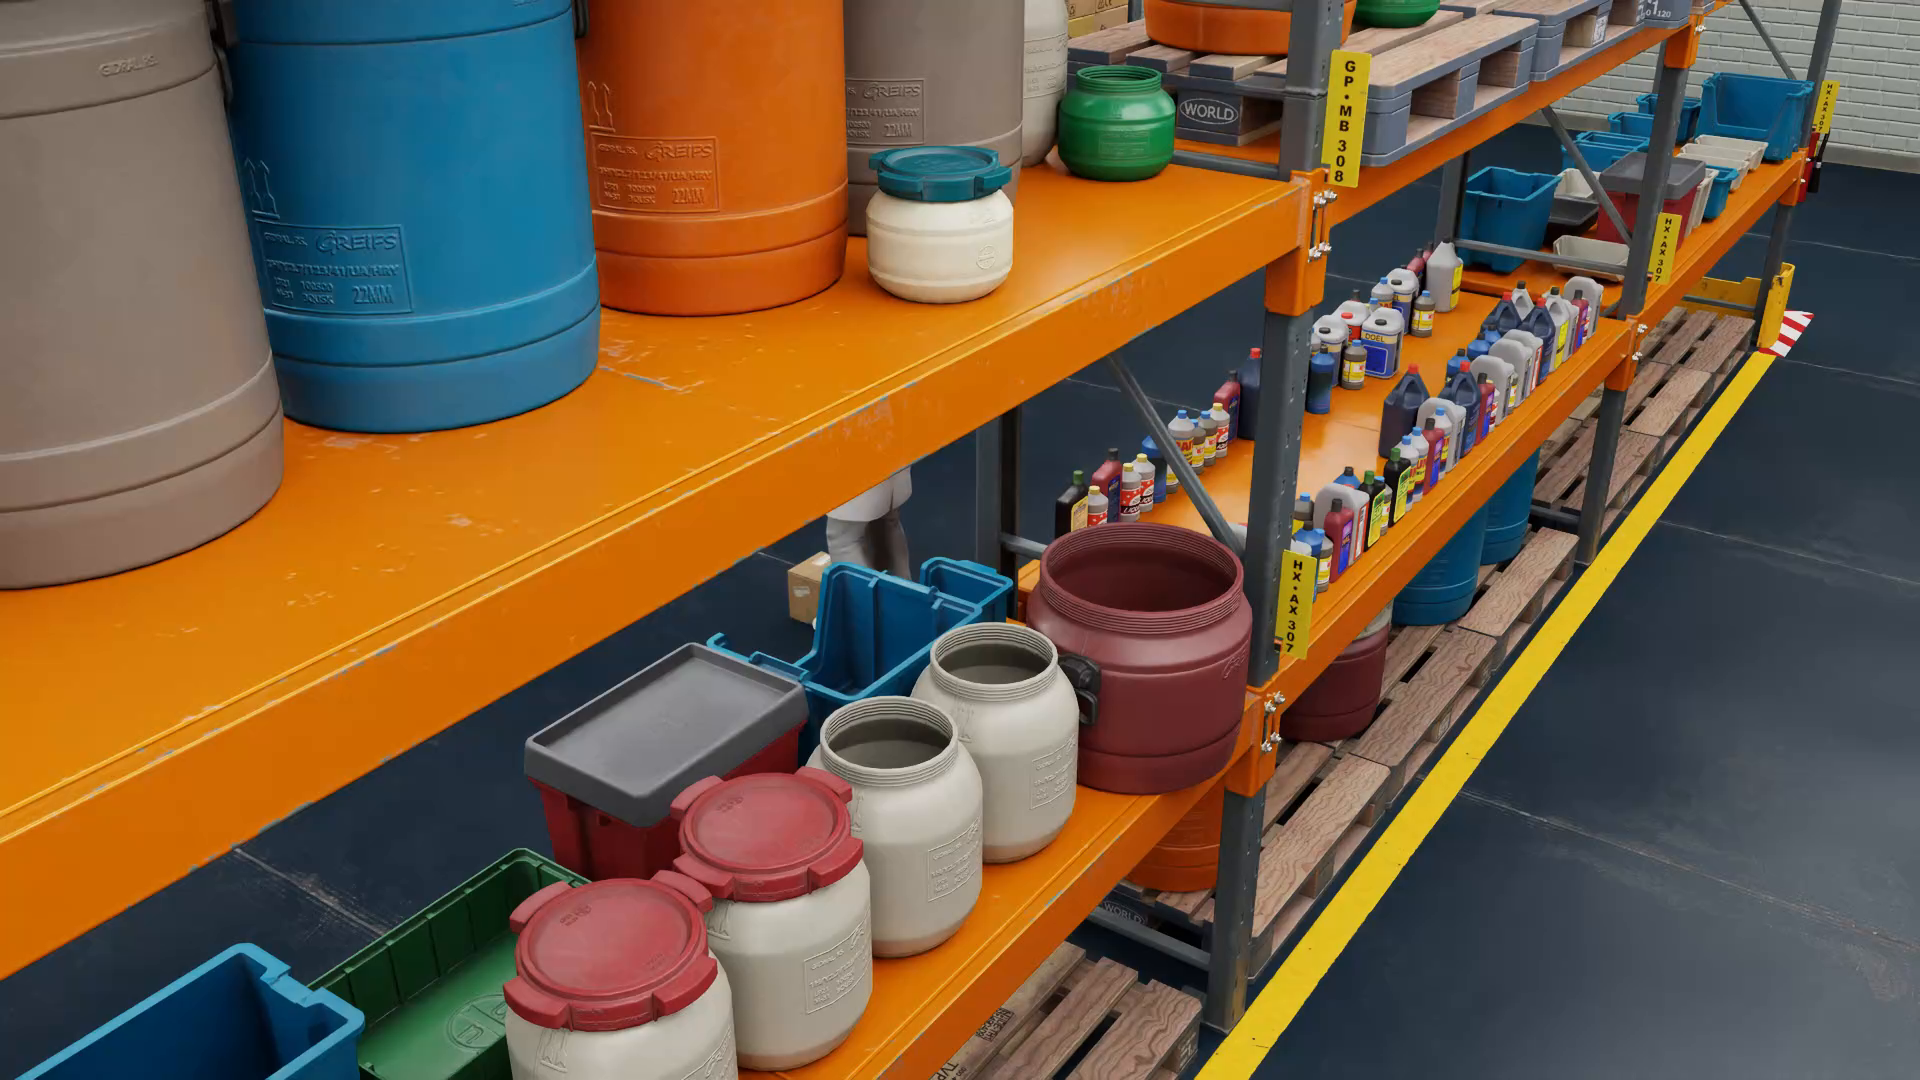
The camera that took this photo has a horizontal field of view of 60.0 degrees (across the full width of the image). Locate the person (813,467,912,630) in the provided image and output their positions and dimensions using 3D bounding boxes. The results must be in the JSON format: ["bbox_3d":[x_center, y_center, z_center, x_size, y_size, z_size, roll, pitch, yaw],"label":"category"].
[{"bbox_3d":[-0.431,-0.377,7.388,0.429,1.772,0.646,15,30,28],"label":"person"}]
